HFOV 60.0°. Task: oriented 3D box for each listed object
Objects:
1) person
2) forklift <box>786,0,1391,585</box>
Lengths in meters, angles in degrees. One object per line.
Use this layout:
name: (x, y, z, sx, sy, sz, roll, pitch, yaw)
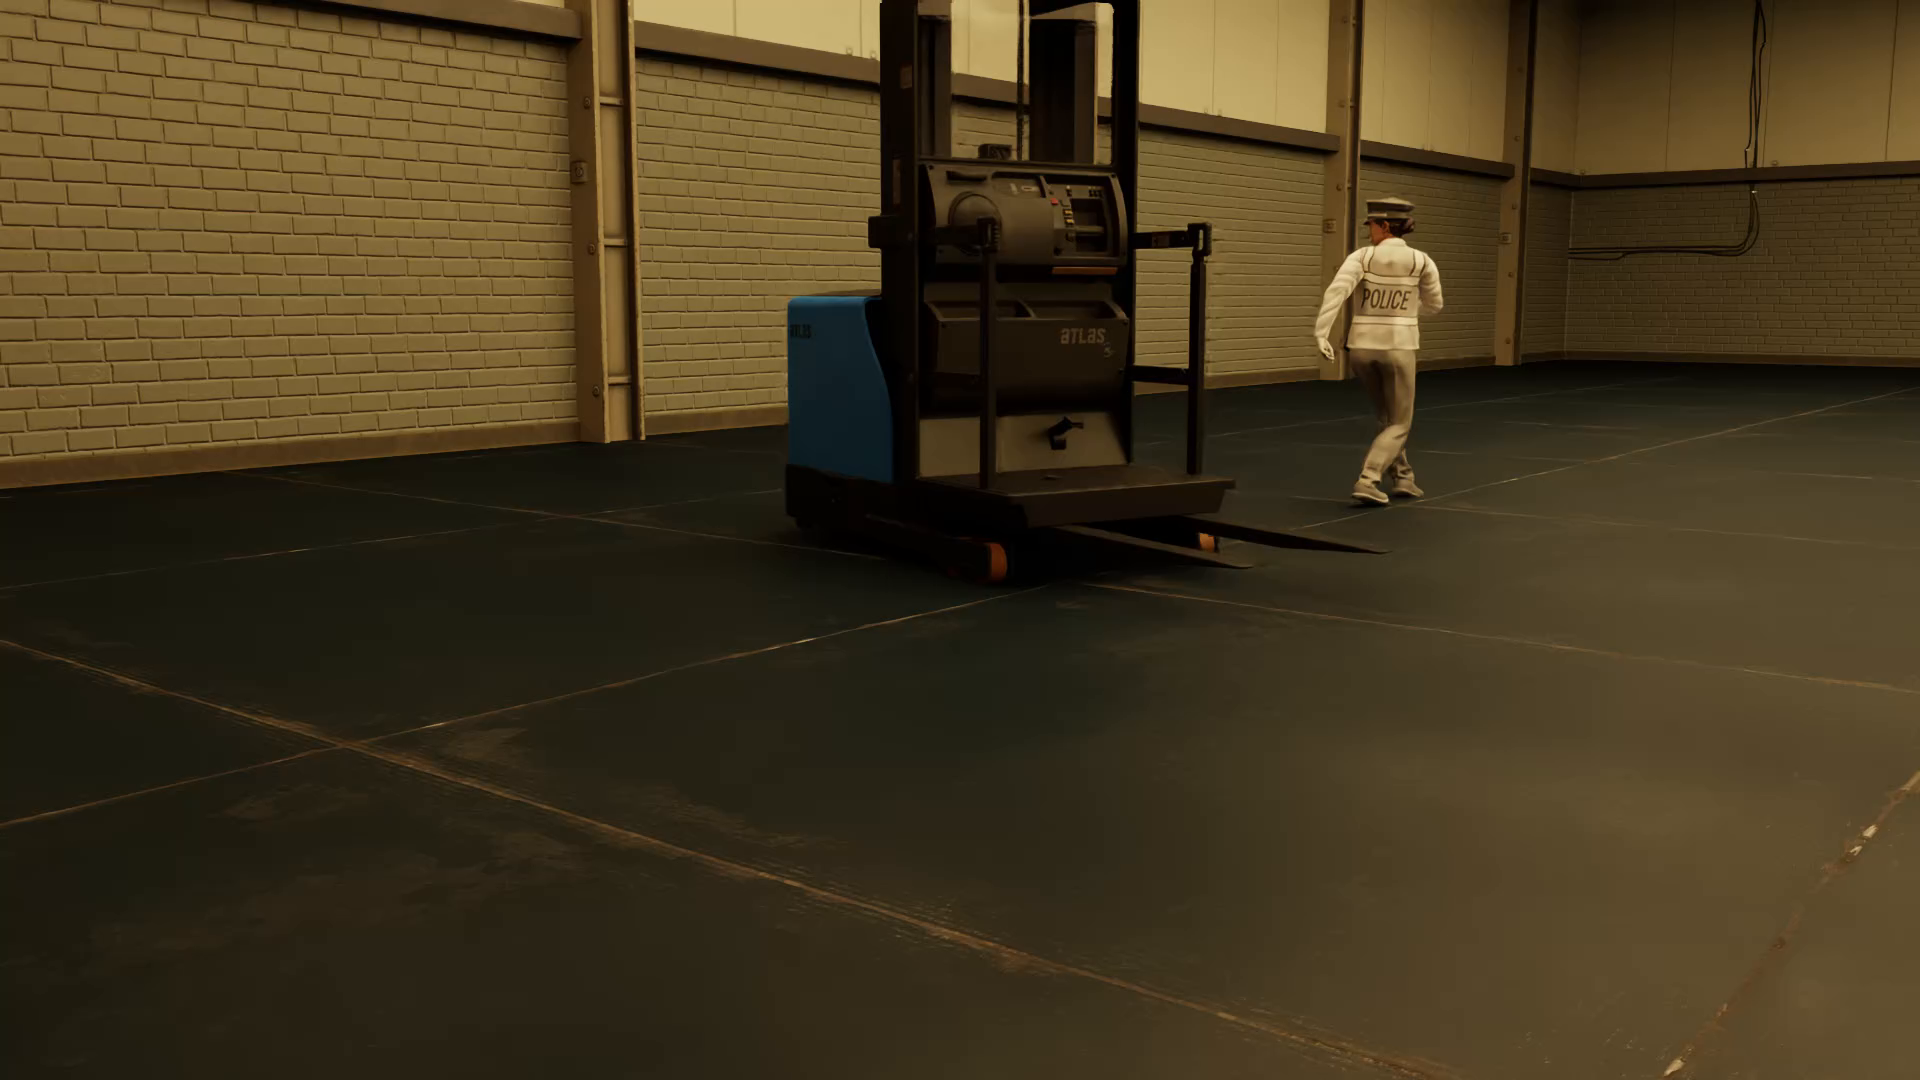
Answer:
person: (2.231, -0.974, 8.719, 0.506, 1.611, 0.897, 5, 10, 33)
forklift: (0.389, -1.356, 6.547, 1.130, 2.935, 3.031, -5, 10, -31)
